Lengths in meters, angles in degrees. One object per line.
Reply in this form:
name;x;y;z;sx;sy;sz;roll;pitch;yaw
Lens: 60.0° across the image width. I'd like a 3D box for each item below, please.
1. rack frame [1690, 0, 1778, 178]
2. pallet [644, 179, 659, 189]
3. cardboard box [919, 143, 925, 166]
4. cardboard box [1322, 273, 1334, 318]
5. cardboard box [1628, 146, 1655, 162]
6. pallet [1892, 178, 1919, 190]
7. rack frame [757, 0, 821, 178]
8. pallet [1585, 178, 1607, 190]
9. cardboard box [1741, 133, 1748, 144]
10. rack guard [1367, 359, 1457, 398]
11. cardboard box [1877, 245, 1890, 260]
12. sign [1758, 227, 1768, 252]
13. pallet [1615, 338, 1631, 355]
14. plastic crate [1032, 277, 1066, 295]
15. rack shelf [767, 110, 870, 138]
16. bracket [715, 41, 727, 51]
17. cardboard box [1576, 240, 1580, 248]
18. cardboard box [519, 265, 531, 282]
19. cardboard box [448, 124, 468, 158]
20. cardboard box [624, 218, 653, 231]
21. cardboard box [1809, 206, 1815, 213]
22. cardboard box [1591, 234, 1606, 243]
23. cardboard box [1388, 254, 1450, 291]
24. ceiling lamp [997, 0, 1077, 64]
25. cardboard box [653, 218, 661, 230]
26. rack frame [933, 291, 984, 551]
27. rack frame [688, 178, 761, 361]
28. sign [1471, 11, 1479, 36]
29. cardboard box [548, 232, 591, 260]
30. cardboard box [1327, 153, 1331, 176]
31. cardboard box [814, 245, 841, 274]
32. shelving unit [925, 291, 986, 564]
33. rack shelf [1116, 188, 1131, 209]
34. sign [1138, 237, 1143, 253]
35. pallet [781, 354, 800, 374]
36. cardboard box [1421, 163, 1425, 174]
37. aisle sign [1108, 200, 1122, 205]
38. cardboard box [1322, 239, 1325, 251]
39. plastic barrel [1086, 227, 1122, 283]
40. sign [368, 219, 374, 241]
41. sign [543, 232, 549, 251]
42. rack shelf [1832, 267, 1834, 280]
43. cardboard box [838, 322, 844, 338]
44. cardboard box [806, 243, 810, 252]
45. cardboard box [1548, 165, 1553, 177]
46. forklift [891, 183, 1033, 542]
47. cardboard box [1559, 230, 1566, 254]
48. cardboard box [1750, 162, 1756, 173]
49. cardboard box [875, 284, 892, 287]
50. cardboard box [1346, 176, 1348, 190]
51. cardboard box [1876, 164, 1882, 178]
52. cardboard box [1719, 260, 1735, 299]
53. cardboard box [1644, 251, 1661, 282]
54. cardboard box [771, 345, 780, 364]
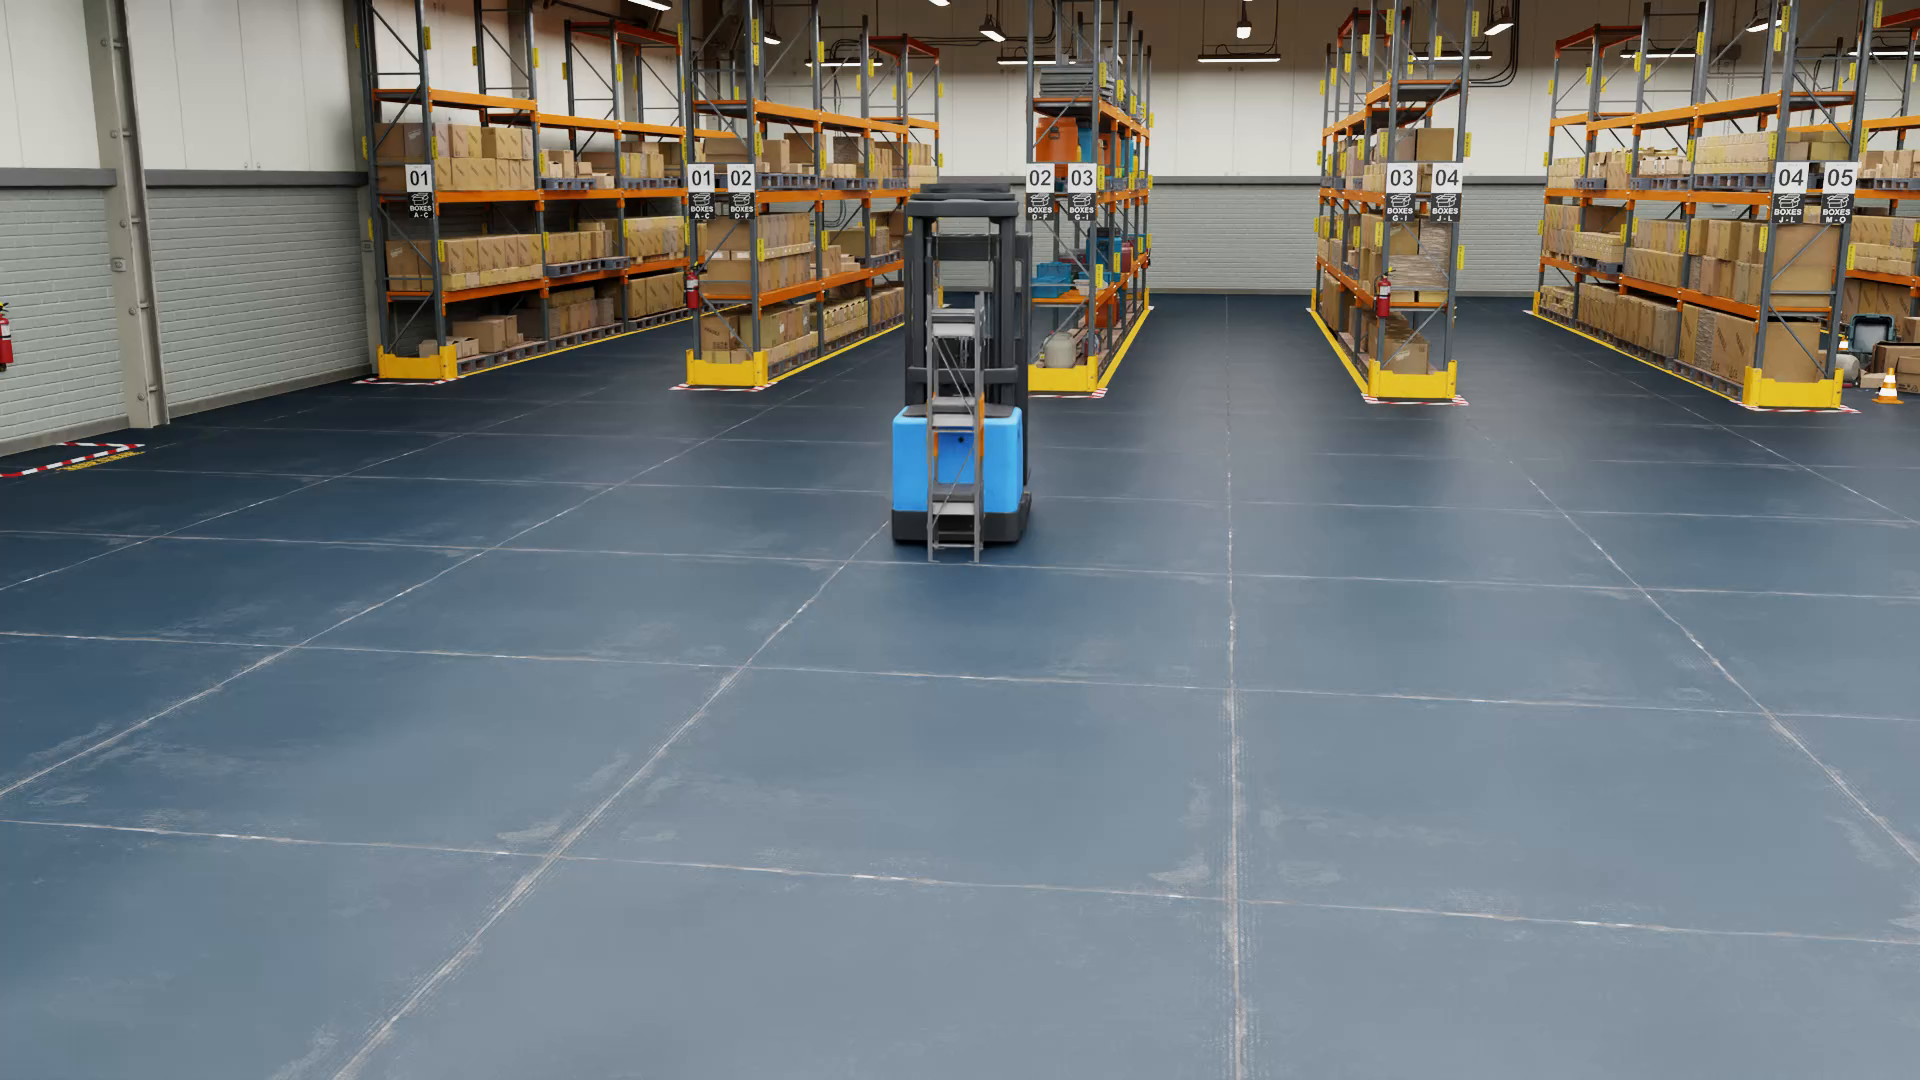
rack frame;11.828;-7.057;25.381;1.000;3.000;0.127;2;12;9
pallet;-6.910;-7.363;34.368;1.003;0.211;1.213;2;12;11
cardboard box;-1.194;-8.814;38.040;0.700;0.500;0.500;2;12;9
cardboard box;8.094;-5.005;34.142;1.225;0.875;0.875;2;12;9
cardboard box;12.249;-6.939;29.899;0.396;0.266;0.258;2;12;9
pallet;17.396;-6.328;29.564;1.213;0.211;1.003;2;12;11
rack frame;-2.845;-7.561;27.717;1.000;3.000;0.127;2;12;9
pallet;12.702;-6.824;31.861;1.213;0.211;1.003;2;12;9
cardboard box;11.087;-5.572;23.077;0.380;0.149;0.250;2;12;9
rack guard;6.339;-2.268;23.329;1.175;0.500;0.348;2;12;9
cardboard box;17.307;-5.312;30.692;0.500;0.250;0.500;2;12;7
sign;10.679;-3.994;22.097;0.100;0.325;0.005;2;12;9
pallet;12.247;-3.433;29.420;1.003;0.211;1.213;2;12;9
plastic crate;1.320;-3.810;24.907;0.499;0.251;0.408;2;12;9
rack shelf;-2.538;-7.430;29.767;1.077;0.370;4.000;2;12;9
bracket;-6.048;-12.470;41.954;0.235;0.232;0.430;2;12;9
cardboard box;12.505;-5.897;33.129;0.380;0.149;0.250;2;12;8
cardboard box;-7.599;-4.513;28.121;0.500;0.250;0.500;2;12;9
cardboard box;-7.930;-6.144;25.605;0.500;0.500;0.500;2;12;8
cardboard box;-6.646;-6.494;34.233;0.500;0.250;0.500;2;12;9
cardboard box;17.980;-6.896;34.720;0.380;0.149;0.250;2;12;9
cardboard box;12.307;-5.771;31.838;0.380;0.149;0.250;2;12;10
cardboard box;6.439;-3.782;23.478;0.875;0.500;0.500;2;12;9
ceiling lamp;1.885;-13.389;40.906;2.000;3.185;0.800;2;12;9
cardboard box;-6.574;-6.600;34.727;0.500;0.250;0.500;2;12;7
rack frame;-0.011;-0.944;13.392;0.400;2.100;0.015;1;12;5
rack frame;-3.460;-3.796;24.485;1.000;3.000;0.127;2;12;9
sign;6.863;-6.884;22.172;0.100;0.325;0.005;2;12;9
cardboard box;-7.358;-5.526;31.235;0.700;0.500;0.500;2;12;9
cardboard box;8.555;-8.351;37.030;0.700;0.500;0.500;1;12;7
cardboard box;-2.472;-5.160;30.579;0.500;0.500;0.500;1;12;6
shelving unit;-0.032;-0.893;13.154;0.431;2.100;0.503;1;12;5
rack shelf;2.356;-5.998;29.292;1.077;0.370;4.000;2;12;9
sign;3.822;-6.249;35.214;0.100;0.325;0.005;2;12;9
pallet;-3.194;-2.846;26.699;1.003;0.211;1.213;2;12;9
cardboard box;6.651;-5.219;23.380;0.380;0.149;0.250;2;12;8
aisle sign;3.612;-8.260;39.032;0.394;0.787;0.004;2;12;9
cardboard box;8.218;-6.464;36.516;0.500;0.250;0.500;2;12;8
plastic barrel;2.407;-4.783;27.875;0.600;0.901;0.708;2;12;9
sign;-8.901;-4.698;25.174;0.100;0.325;0.005;2;12;9
sign;-7.203;-5.195;28.925;0.100;0.325;0.005;2;12;9
rack shelf;18.273;-5.715;35.101;1.077;0.370;4.000;2;12;9
cardboard box;-2.382;-3.780;29.941;0.500;0.250;0.500;1;12;7
cardboard box;-2.715;-4.879;27.737;0.380;0.149;0.250;2;12;7
cardboard box;13.348;-8.175;36.856;0.500;0.250;0.500;2;12;10
forklift;0.079;-1.674;14.804;1.130;2.935;3.031;1;12;5
cardboard box;13.012;-6.306;35.190;0.500;0.500;0.500;2;12;8
cardboard box;11.007;-5.076;22.668;0.380;0.149;0.250;2;12;9
cardboard box;-1.808;-5.414;36.886;0.500;0.500;0.500;2;12;9
cardboard box;7.234;-6.443;30.004;0.500;0.250;0.500;2;12;10
cardboard box;17.338;-6.888;31.035;0.396;0.266;0.258;3;13;13
cardboard box;11.539;-3.783;24.073;0.875;0.550;0.500;2;12;9
cardboard box;11.875;-4.607;28.013;0.500;0.500;0.500;2;12;8
cardboard box;-3.085;-2.865;25.699;0.500;0.250;0.500;2;12;9
